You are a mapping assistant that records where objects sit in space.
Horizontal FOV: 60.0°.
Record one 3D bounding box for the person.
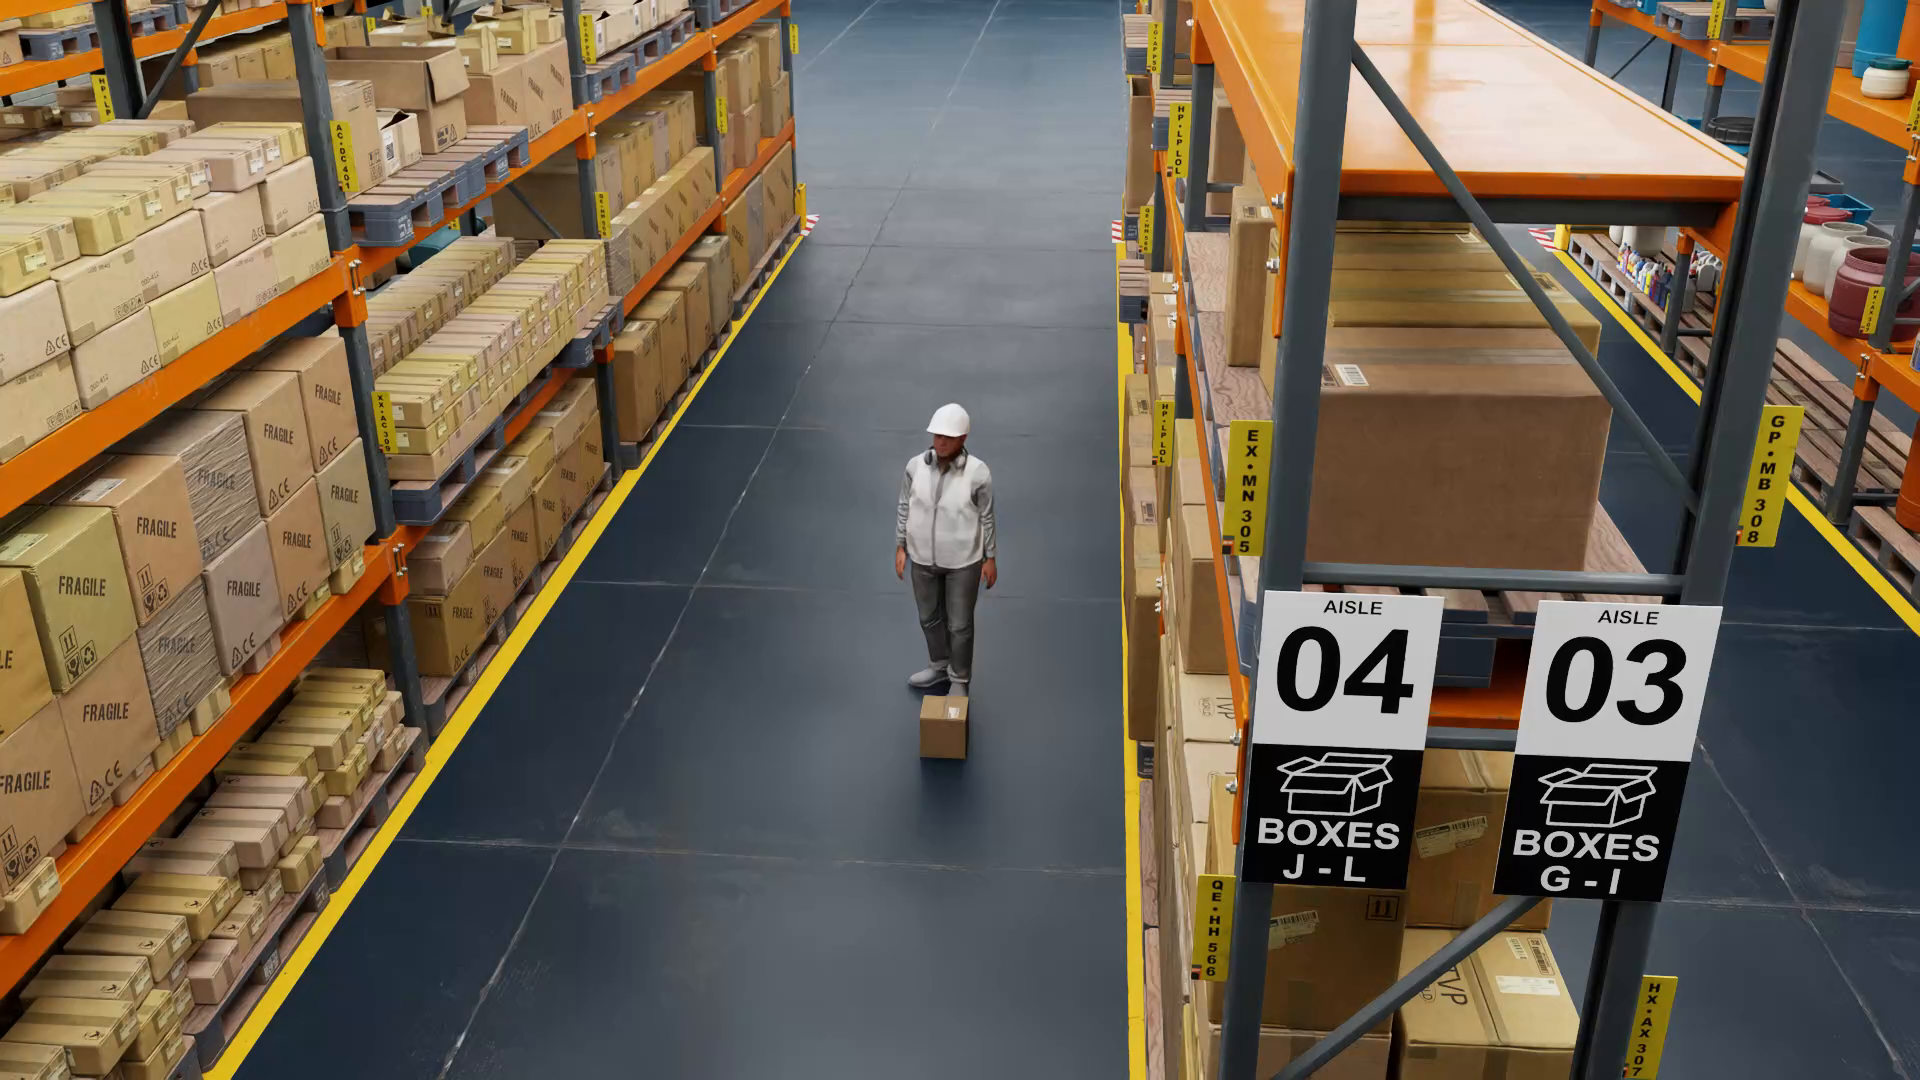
[{"bbox_3d":[-0.087,0.081,9.360,0.581,1.769,0.402,8,26,18],"label":"person"}]
